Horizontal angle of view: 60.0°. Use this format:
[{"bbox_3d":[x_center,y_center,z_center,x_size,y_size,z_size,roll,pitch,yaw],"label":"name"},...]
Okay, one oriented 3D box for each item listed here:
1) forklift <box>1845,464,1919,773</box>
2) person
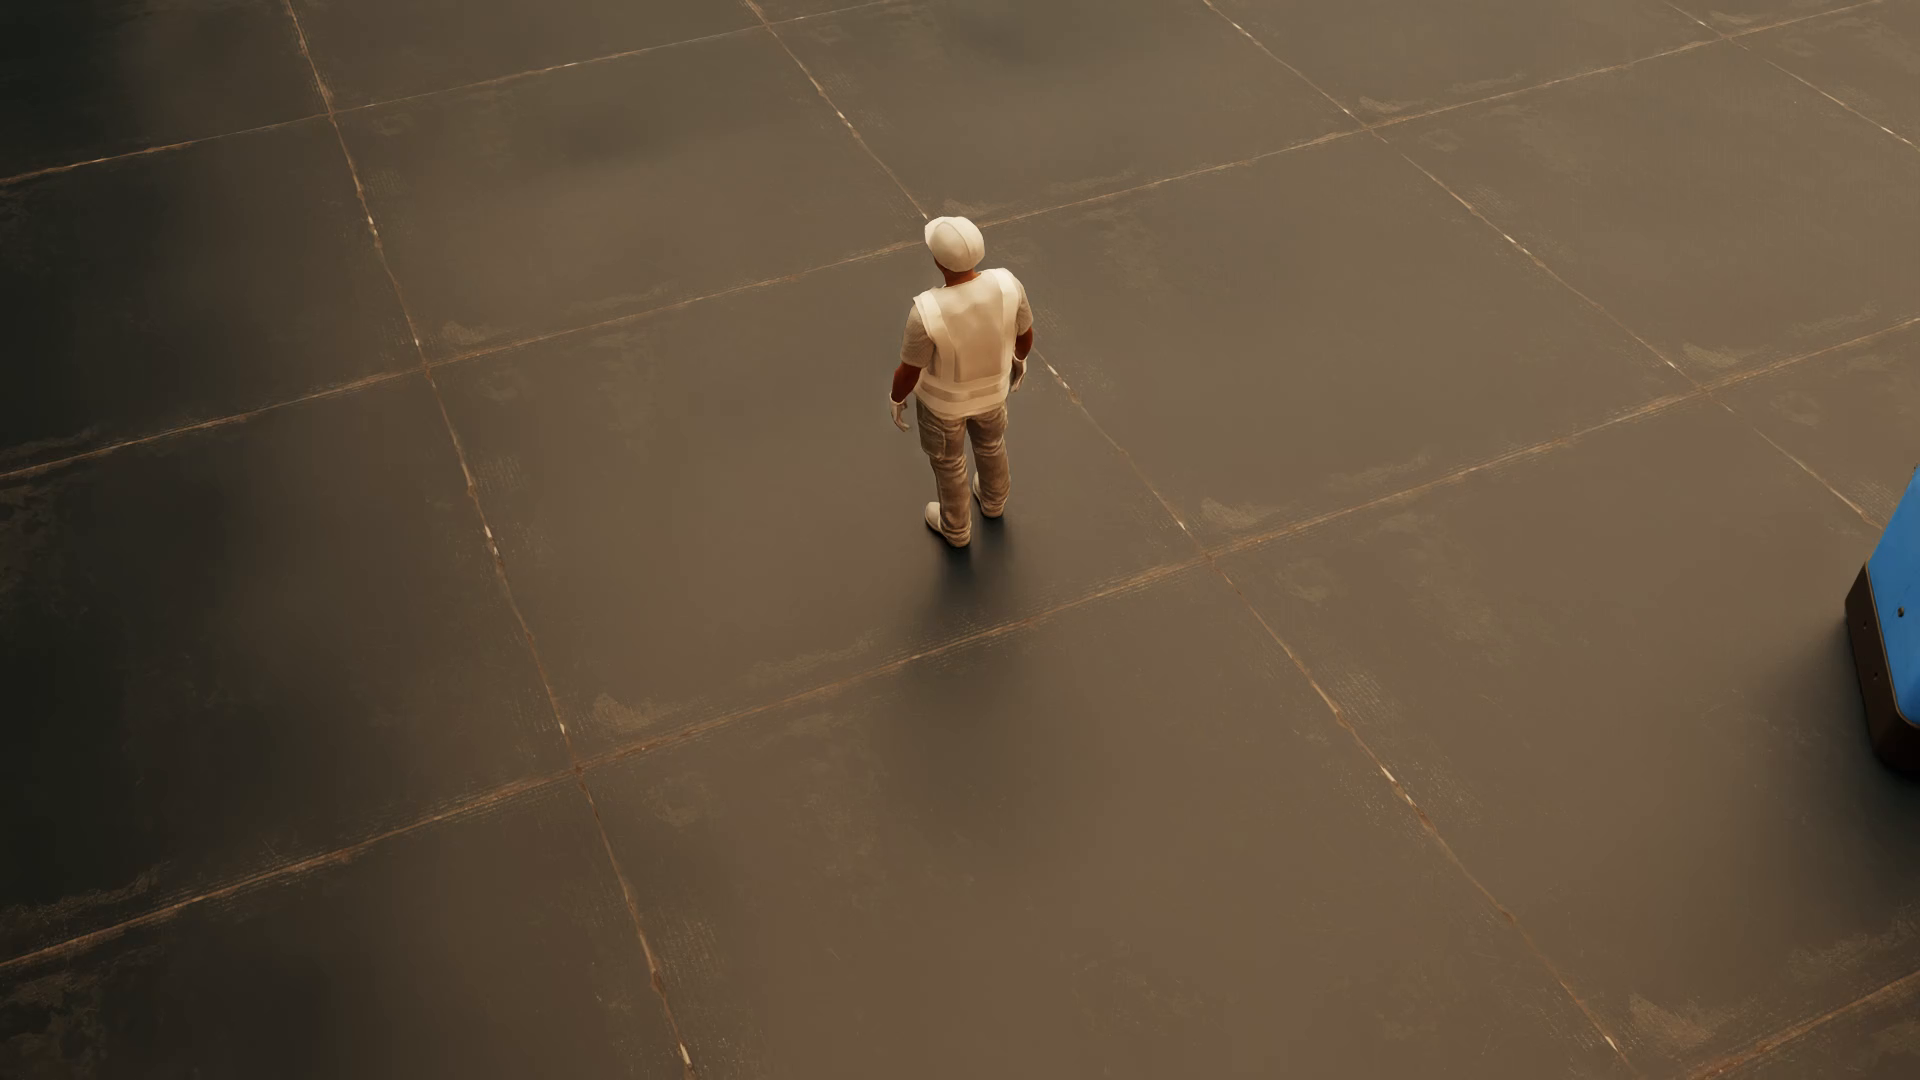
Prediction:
[{"bbox_3d":[5.316,-0.205,5.900,3.031,2.935,1.130,10,44,10],"label":"forklift"},{"bbox_3d":[-0.022,-0.704,7.265,0.656,1.782,0.577,-18,46,-18],"label":"person"}]
